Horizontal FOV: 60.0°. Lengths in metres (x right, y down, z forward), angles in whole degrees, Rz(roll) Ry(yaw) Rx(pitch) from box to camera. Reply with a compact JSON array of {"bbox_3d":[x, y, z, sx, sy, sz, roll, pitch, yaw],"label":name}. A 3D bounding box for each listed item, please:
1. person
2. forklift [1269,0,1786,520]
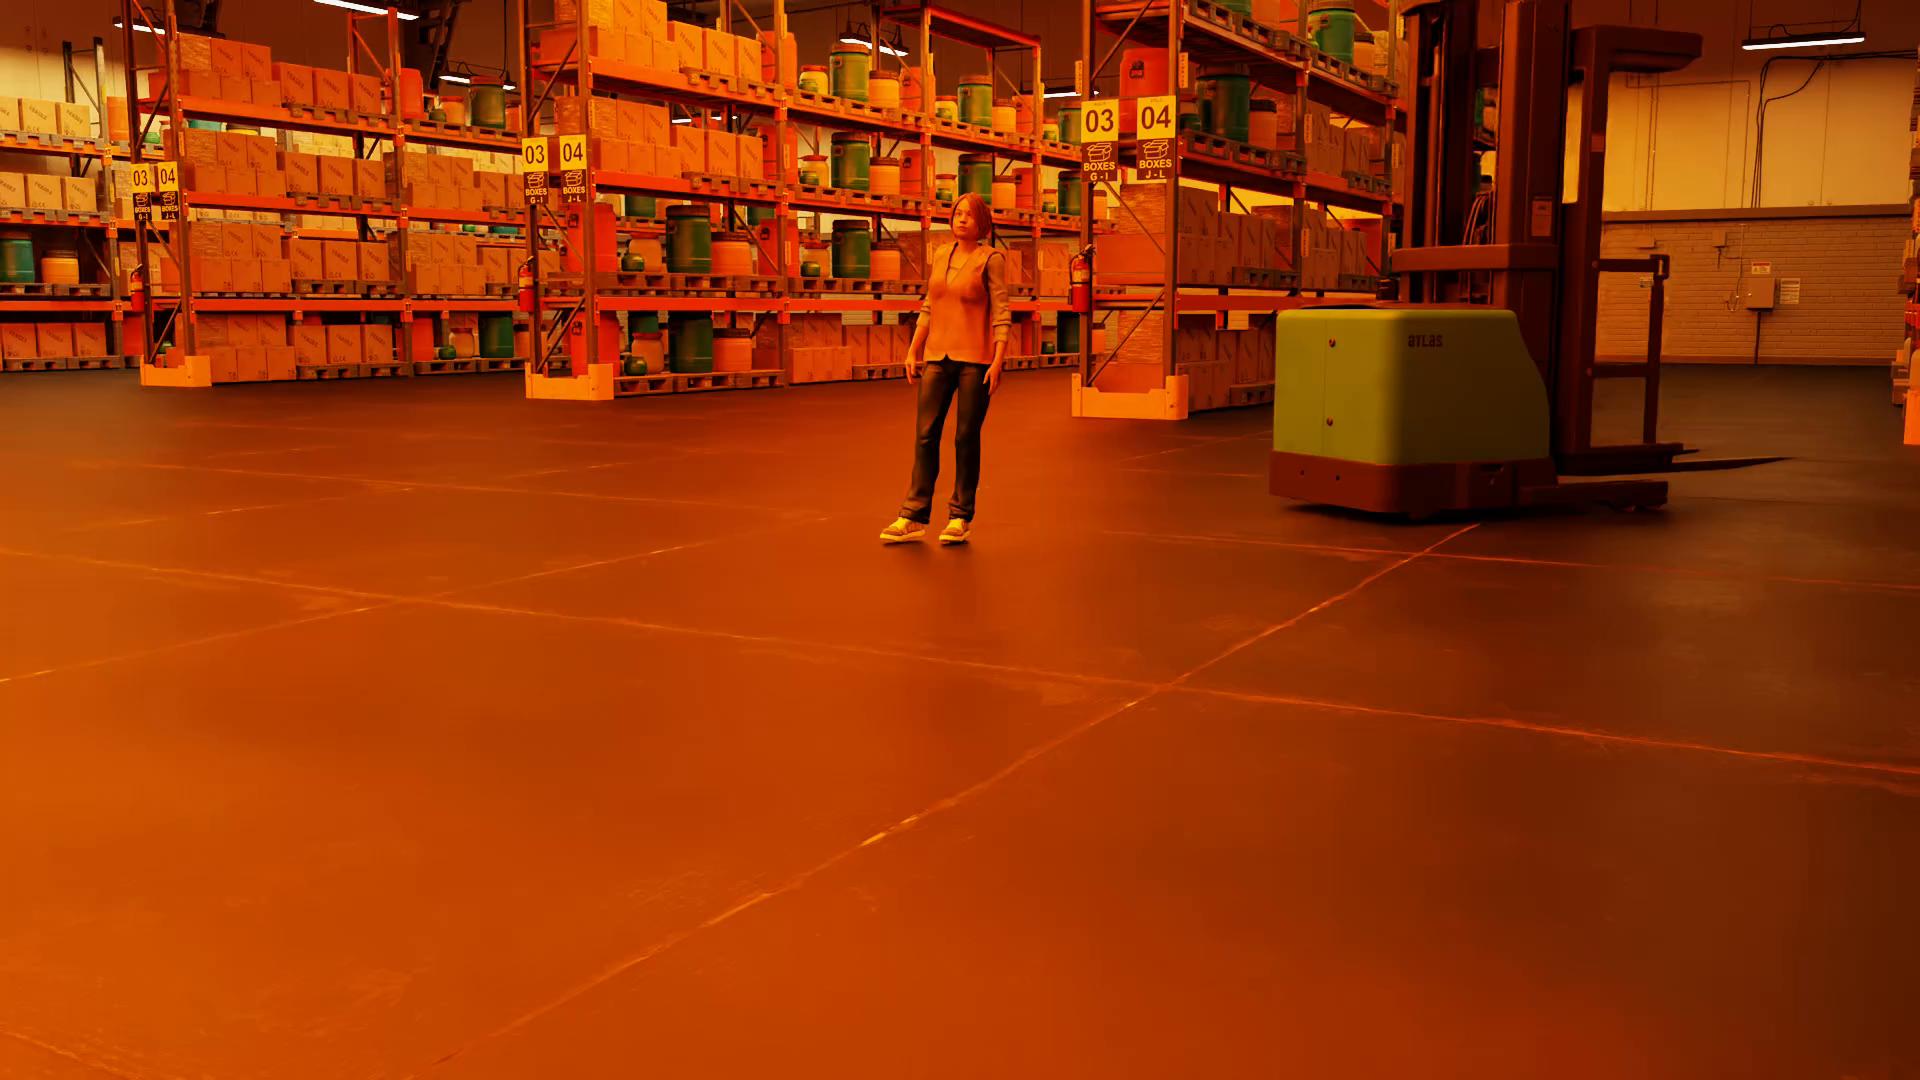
[{"bbox_3d":[-0.048,-0.791,7.646,0.519,1.598,0.475,4,9,29],"label":"person"},{"bbox_3d":[3.259,-1.660,9.122,3.031,2.935,1.130,-4,9,-24],"label":"forklift"}]
